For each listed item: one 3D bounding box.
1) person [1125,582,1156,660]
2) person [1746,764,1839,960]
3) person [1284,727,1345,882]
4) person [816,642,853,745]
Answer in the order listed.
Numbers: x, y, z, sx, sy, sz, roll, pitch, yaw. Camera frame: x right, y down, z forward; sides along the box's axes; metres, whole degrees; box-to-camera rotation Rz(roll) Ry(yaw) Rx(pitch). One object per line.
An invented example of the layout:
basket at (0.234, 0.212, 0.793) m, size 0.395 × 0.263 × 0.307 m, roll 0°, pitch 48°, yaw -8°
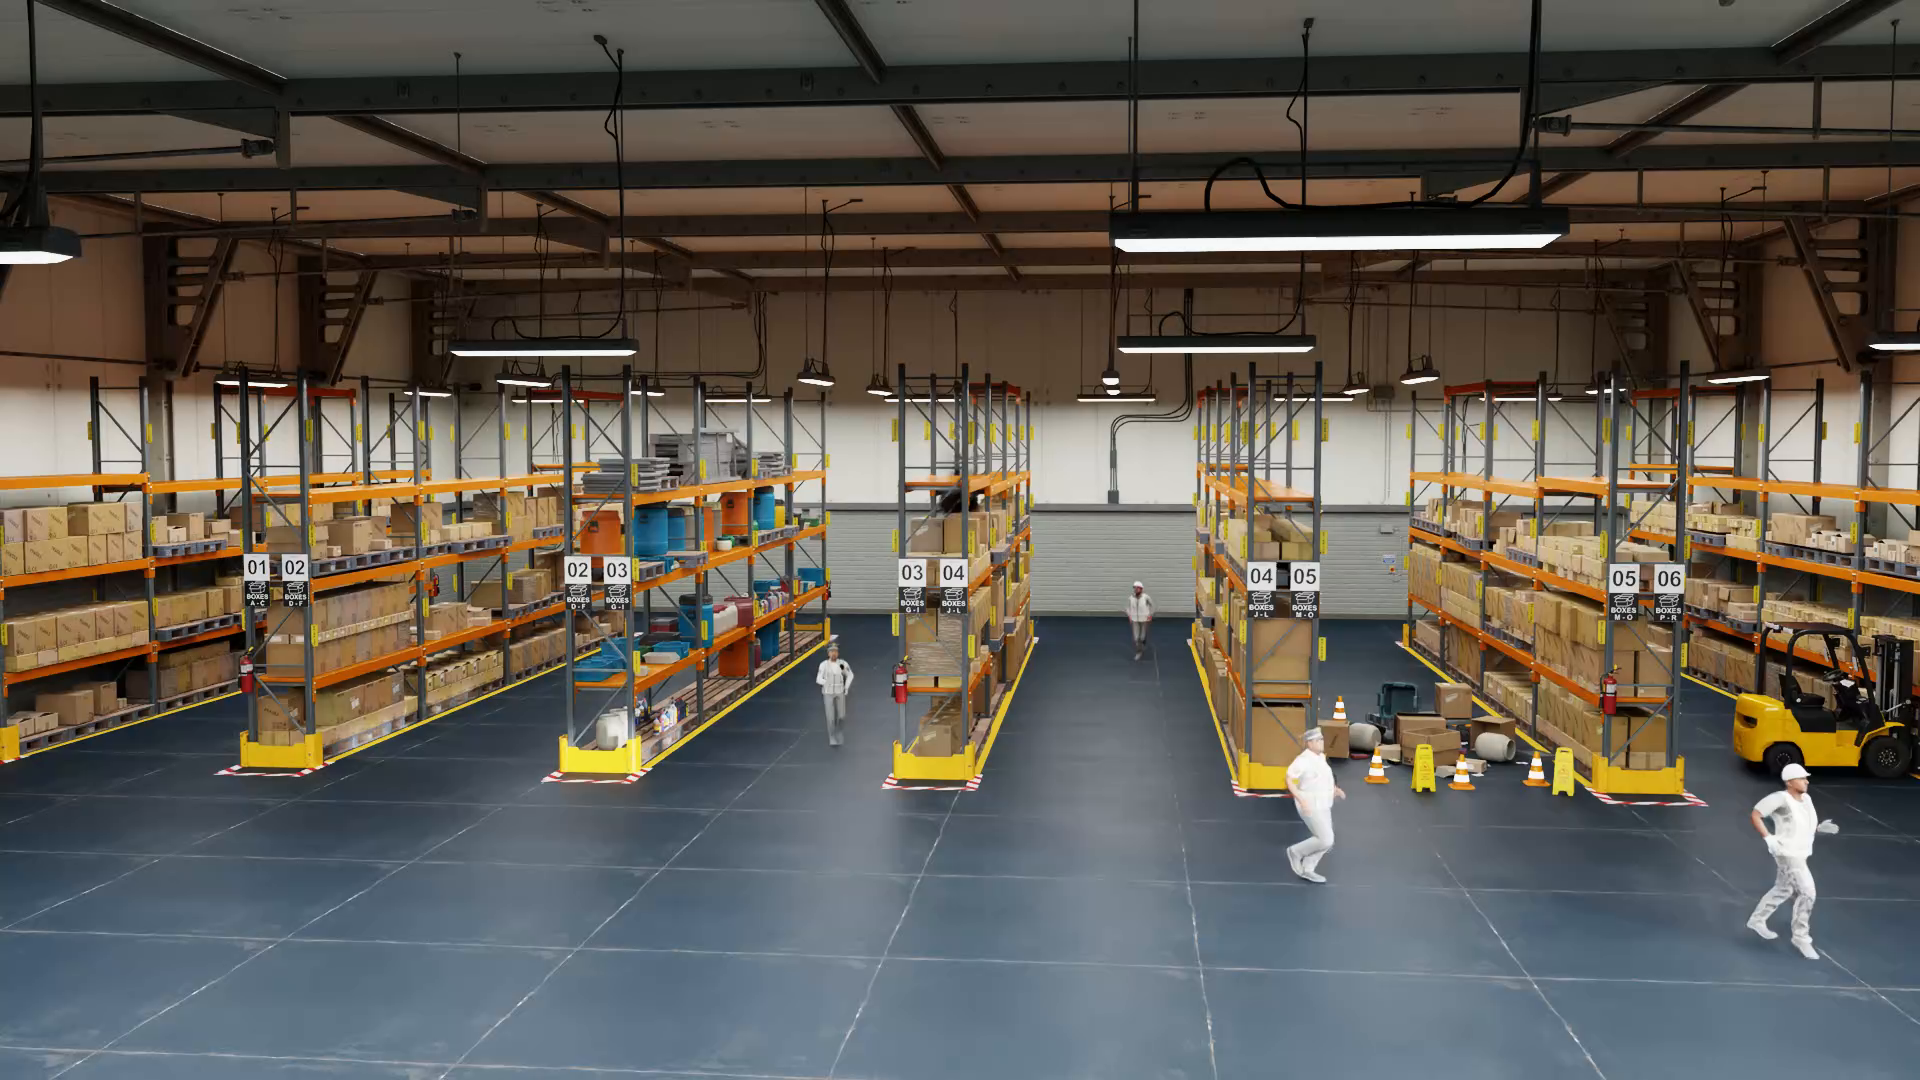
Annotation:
person at (3.986, 1.786, 36.825) m, size 0.675 × 1.747 × 0.650 m, roll 1°, pitch 4°, yaw 18°
person at (8.039, 3.081, 16.100) m, size 0.659 × 1.848 × 0.803 m, roll -3°, pitch 5°, yaw -43°
person at (3.976, 2.945, 18.511) m, size 0.593 × 1.740 × 0.667 m, roll 3°, pitch 5°, yaw 38°
person at (-1.983, 2.456, 26.437) m, size 0.591 × 1.656 × 0.598 m, roll 0°, pitch 4°, yaw -6°
